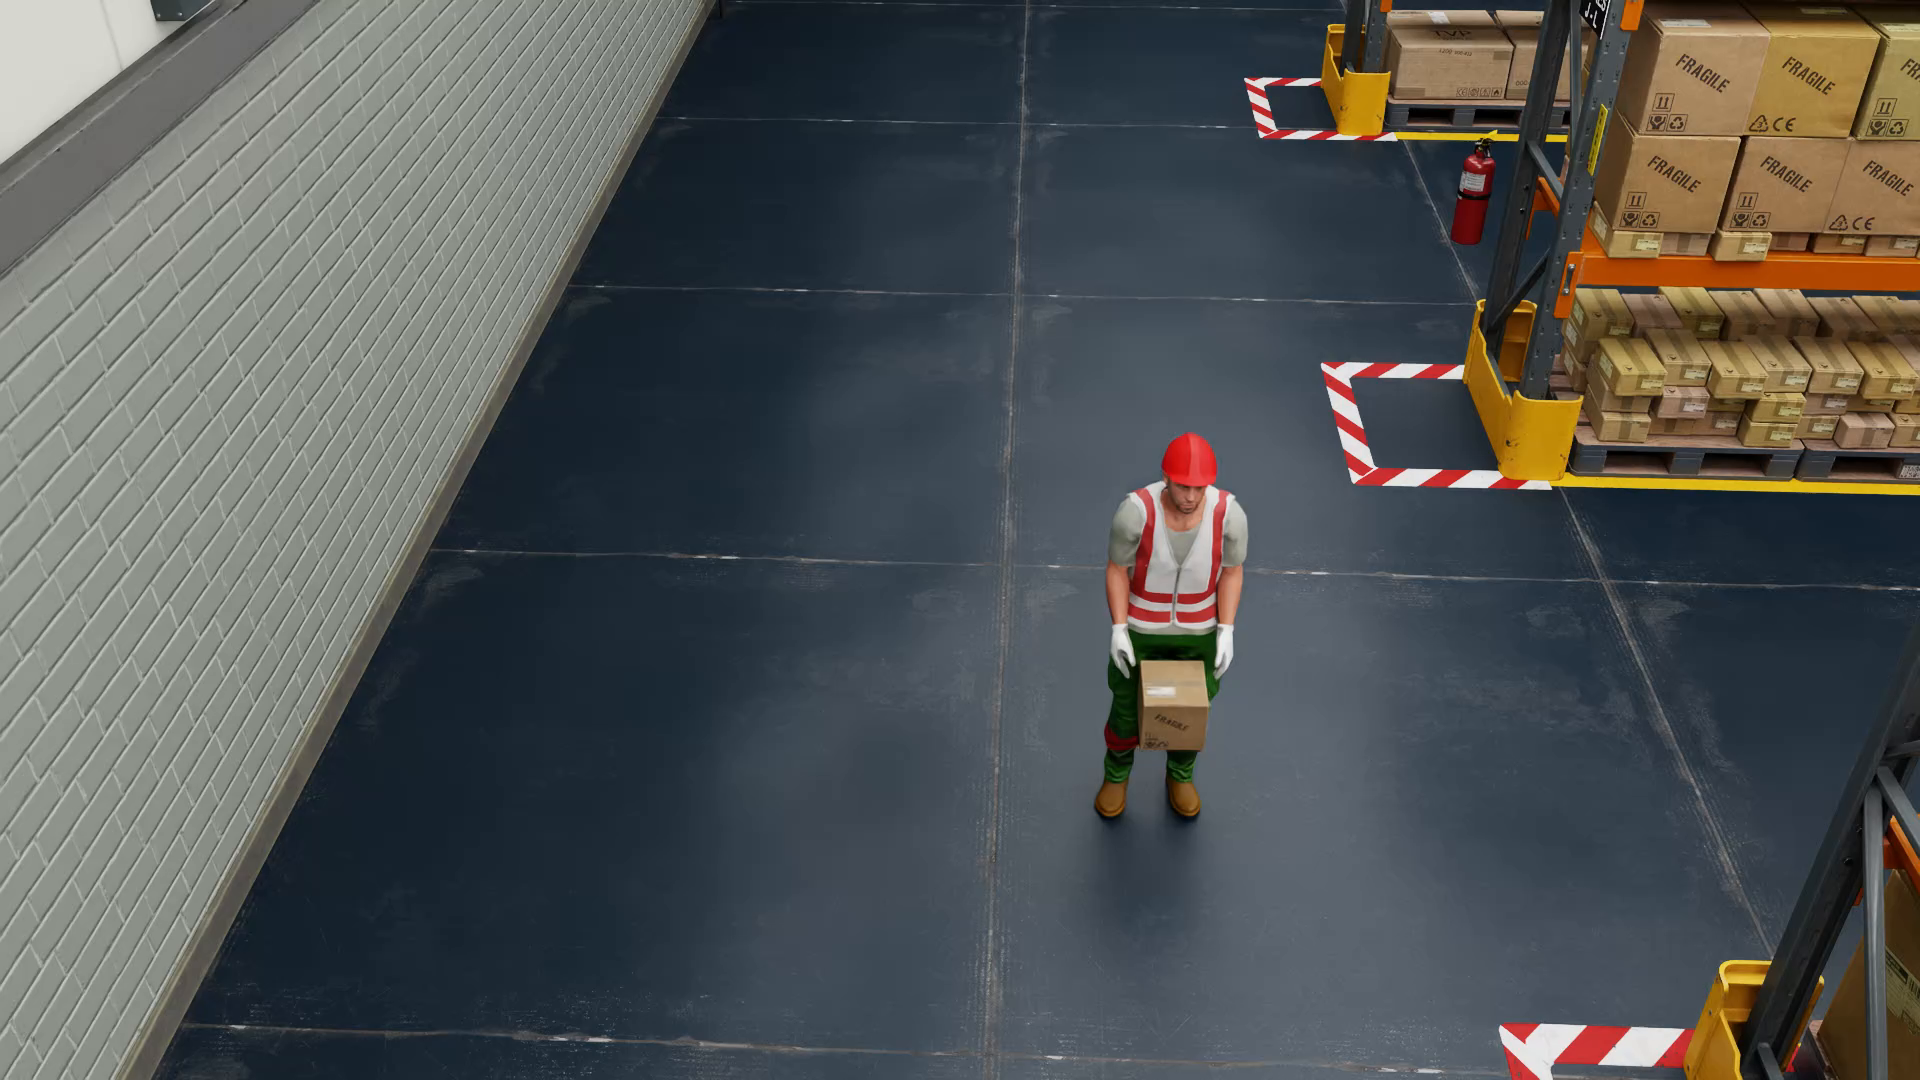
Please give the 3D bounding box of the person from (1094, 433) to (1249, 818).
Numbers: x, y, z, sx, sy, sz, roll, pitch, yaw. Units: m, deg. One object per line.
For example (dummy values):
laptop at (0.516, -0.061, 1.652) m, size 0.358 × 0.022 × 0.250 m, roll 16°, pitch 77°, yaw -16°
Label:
person at (0.839, 0.348, 6.606) m, size 0.541 × 1.789 × 0.425 m, roll 1°, pitch 35°, yaw 1°
